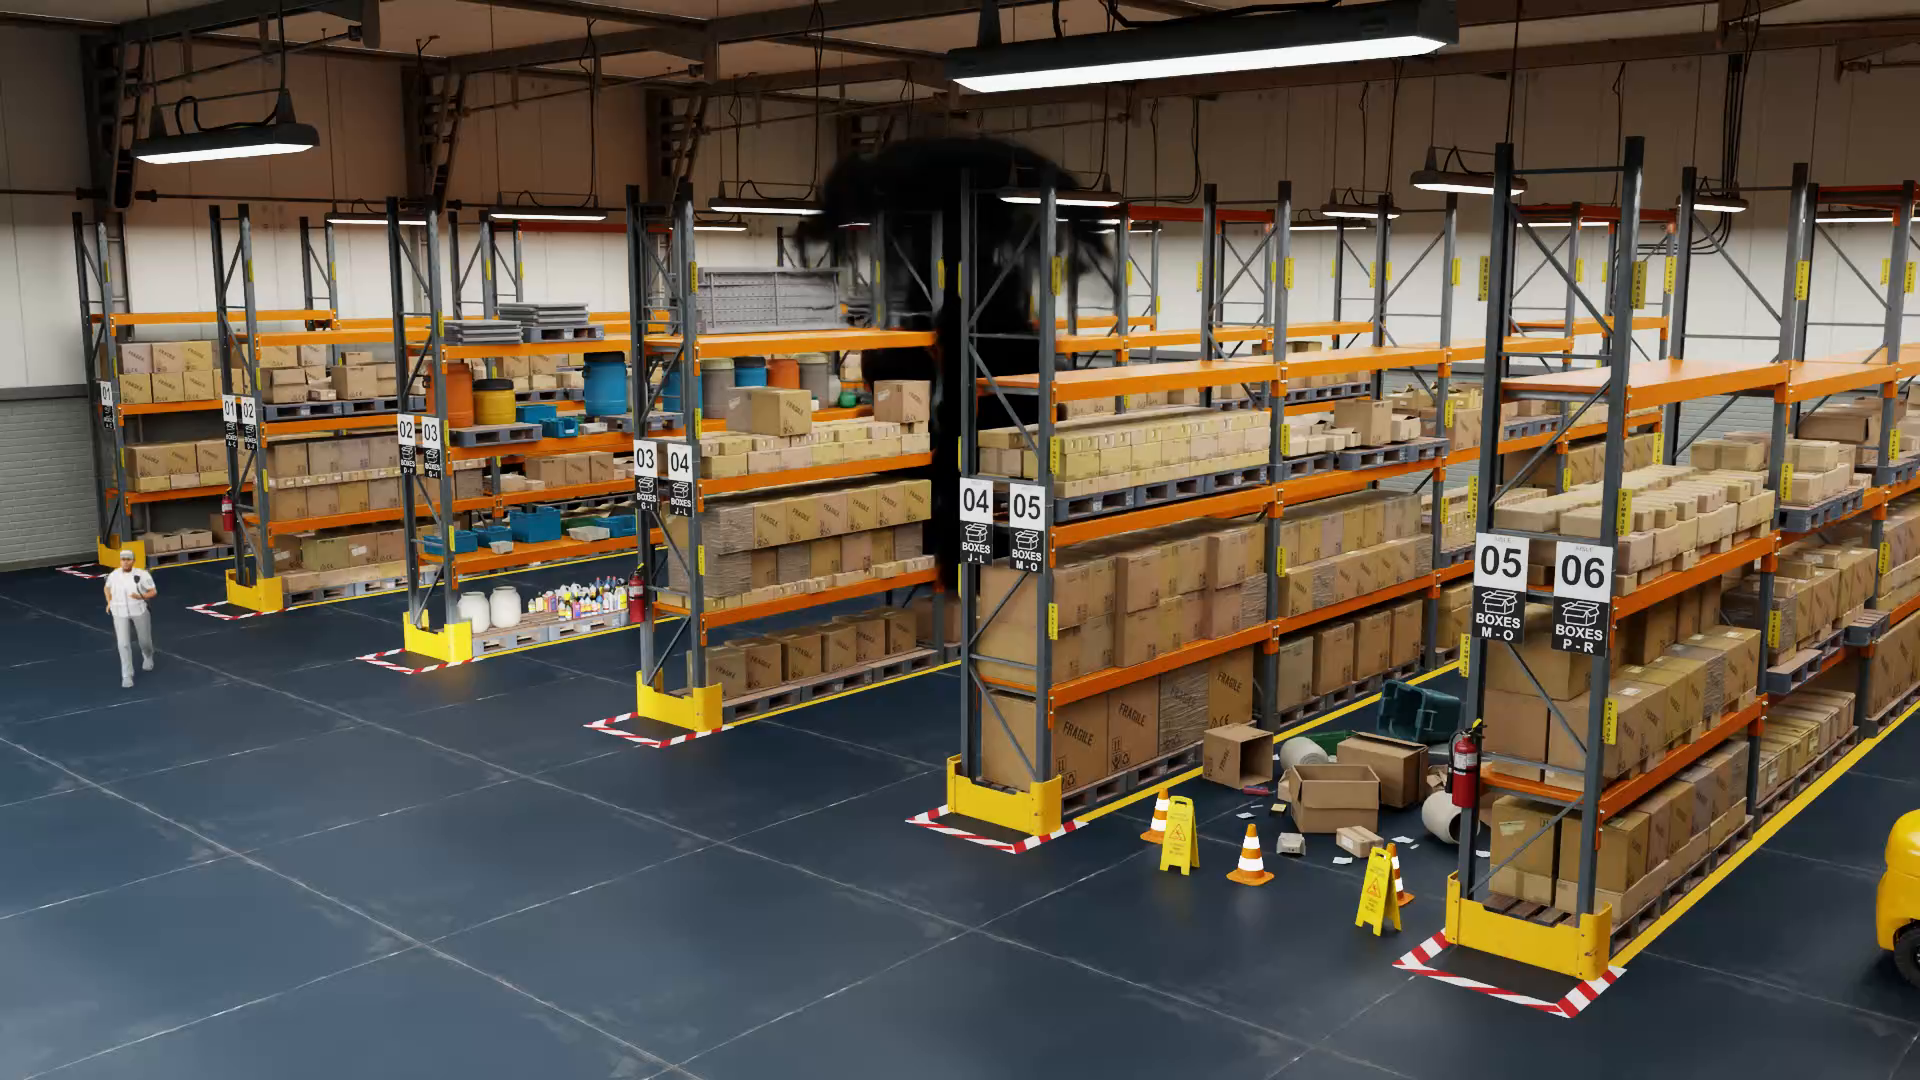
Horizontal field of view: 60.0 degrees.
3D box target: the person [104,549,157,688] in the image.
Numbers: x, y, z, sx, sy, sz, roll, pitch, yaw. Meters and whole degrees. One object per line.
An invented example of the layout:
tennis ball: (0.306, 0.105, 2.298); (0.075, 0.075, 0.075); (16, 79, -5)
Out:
person: (-10.269, 0.930, 20.614); (0.613, 1.646, 0.923); (-3, 10, -20)
